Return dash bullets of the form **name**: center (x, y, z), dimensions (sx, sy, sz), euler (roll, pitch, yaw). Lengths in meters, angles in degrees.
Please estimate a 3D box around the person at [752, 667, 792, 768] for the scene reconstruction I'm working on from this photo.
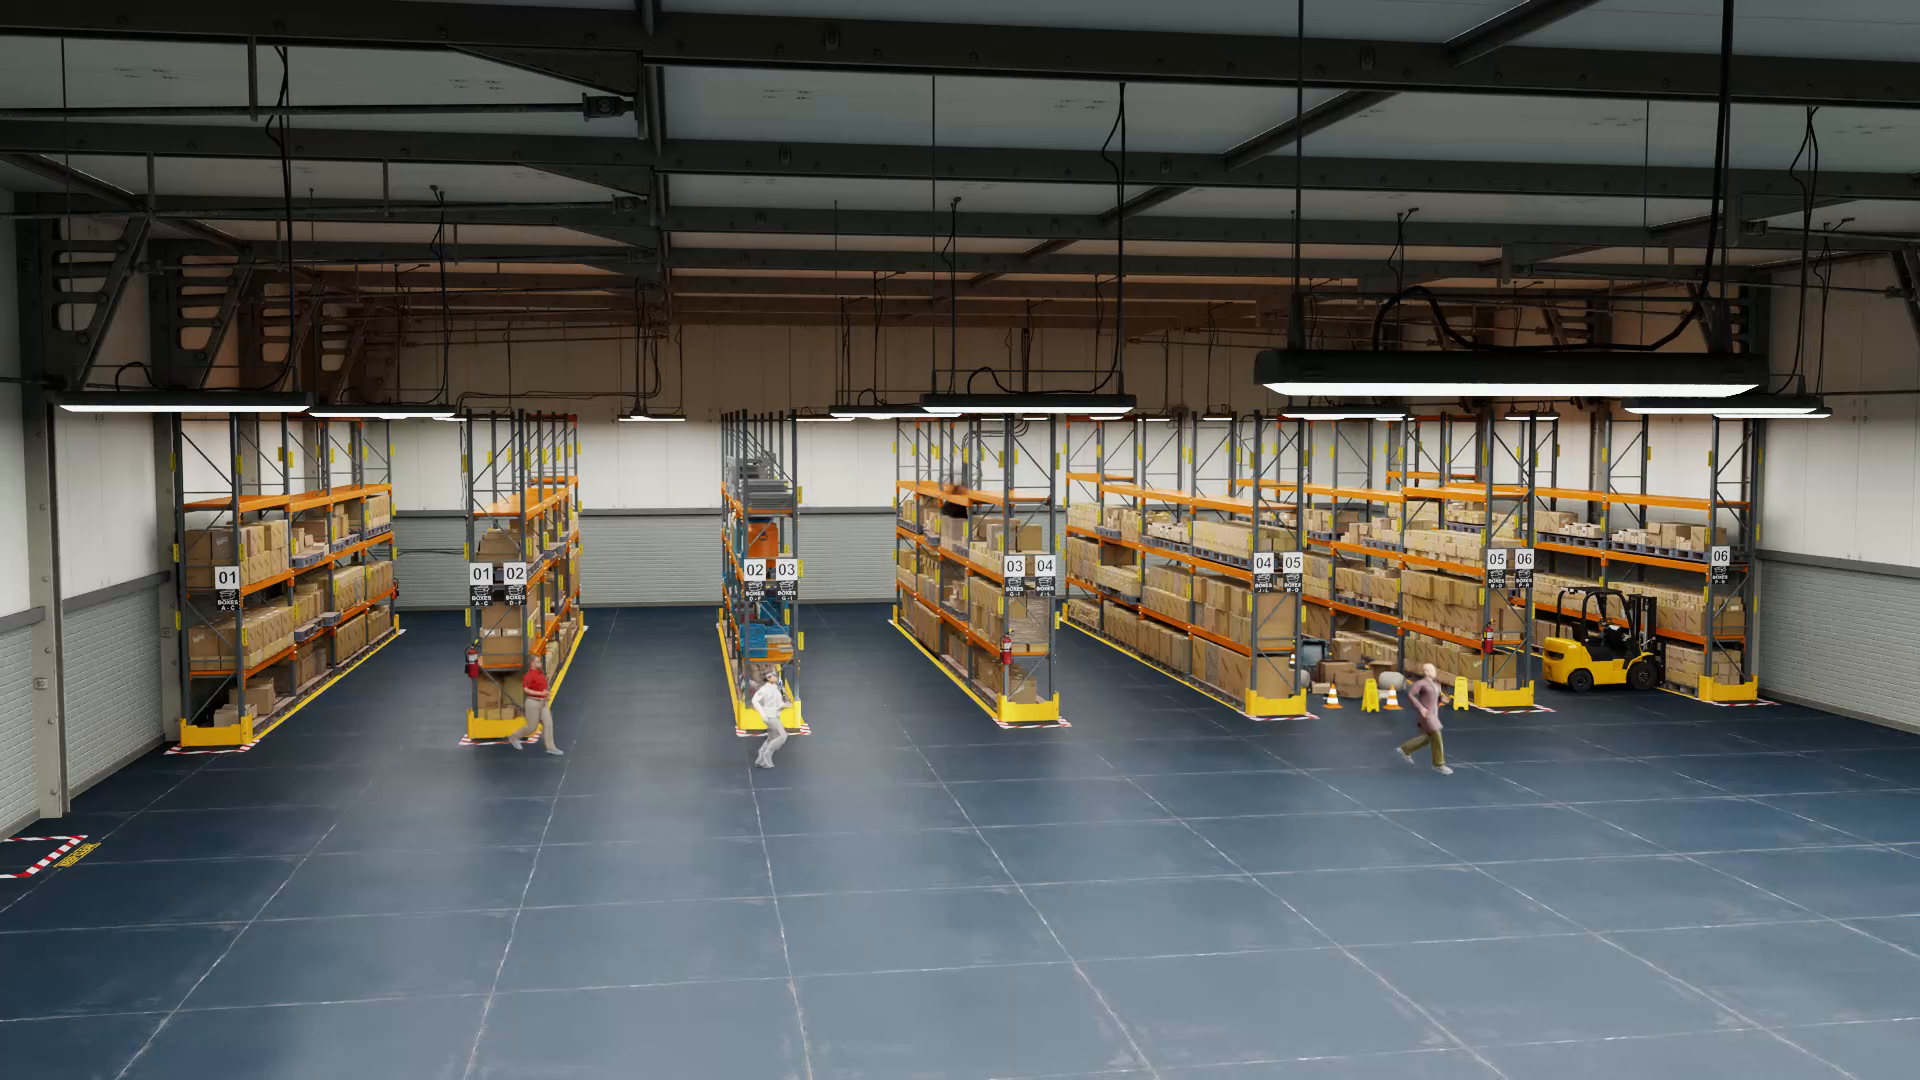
- **person**: center (-3.105, 2.949, 27.635), dimensions (0.641, 1.660, 0.586), euler (1, 4, 11)

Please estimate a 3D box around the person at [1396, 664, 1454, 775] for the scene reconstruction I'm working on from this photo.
- **person**: center (7.694, 3.022, 27.451), dimensions (0.977, 1.590, 0.693), euler (3, 5, 34)

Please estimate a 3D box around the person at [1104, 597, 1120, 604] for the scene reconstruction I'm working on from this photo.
- **person**: center (4.515, 1.483, 49.635), dimensions (0.702, 1.572, 0.768), euler (3, 5, 34)

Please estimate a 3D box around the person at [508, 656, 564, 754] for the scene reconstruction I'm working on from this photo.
- **person**: center (-7.327, 2.852, 28.704), dimensions (0.983, 1.718, 0.675), euler (1, 4, 14)
